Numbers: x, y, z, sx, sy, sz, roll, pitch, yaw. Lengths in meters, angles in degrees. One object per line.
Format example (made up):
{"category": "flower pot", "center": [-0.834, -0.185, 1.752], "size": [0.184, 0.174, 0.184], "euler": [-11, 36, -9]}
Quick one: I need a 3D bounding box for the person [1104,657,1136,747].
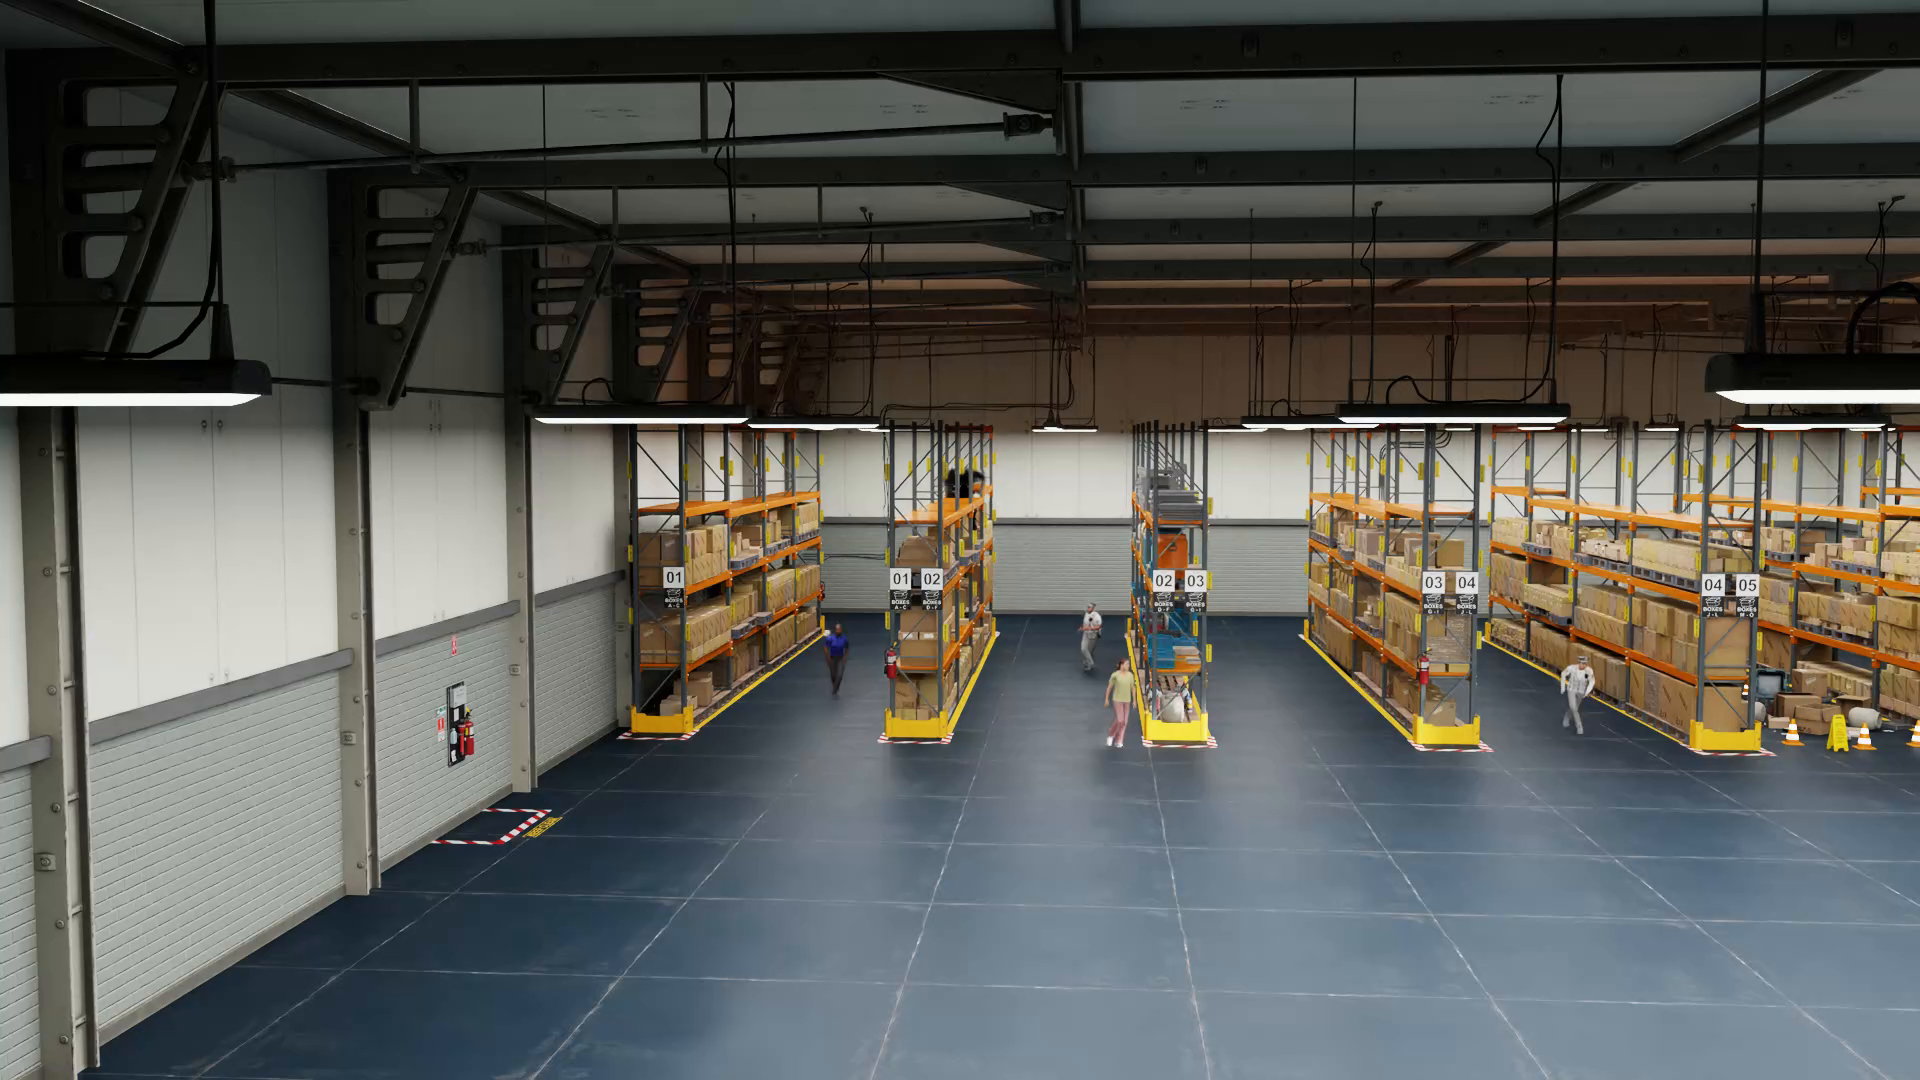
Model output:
{"category": "person", "center": [2.947, 2.958, 30.344], "size": [0.517, 1.656, 0.472], "euler": [-2, 4, -24]}

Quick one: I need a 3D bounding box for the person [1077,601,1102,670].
{"category": "person", "center": [3.194, 2.334, 40.623], "size": [0.782, 1.711, 0.671], "euler": [3, 5, 37]}

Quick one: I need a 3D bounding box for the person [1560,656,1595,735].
{"category": "person", "center": [11.860, 2.925, 32.025], "size": [0.618, 1.506, 1.027], "euler": [1, 4, 8]}

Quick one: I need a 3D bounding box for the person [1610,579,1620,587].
{"category": "person", "center": [19.158, 1.798, 48.653], "size": [0.907, 1.649, 0.565], "euler": [-1, 4, -17]}

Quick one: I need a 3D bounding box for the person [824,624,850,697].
{"category": "person", "center": [-2.703, 2.631, 36.430], "size": [0.572, 1.599, 0.529], "euler": [-1, 4, -12]}
